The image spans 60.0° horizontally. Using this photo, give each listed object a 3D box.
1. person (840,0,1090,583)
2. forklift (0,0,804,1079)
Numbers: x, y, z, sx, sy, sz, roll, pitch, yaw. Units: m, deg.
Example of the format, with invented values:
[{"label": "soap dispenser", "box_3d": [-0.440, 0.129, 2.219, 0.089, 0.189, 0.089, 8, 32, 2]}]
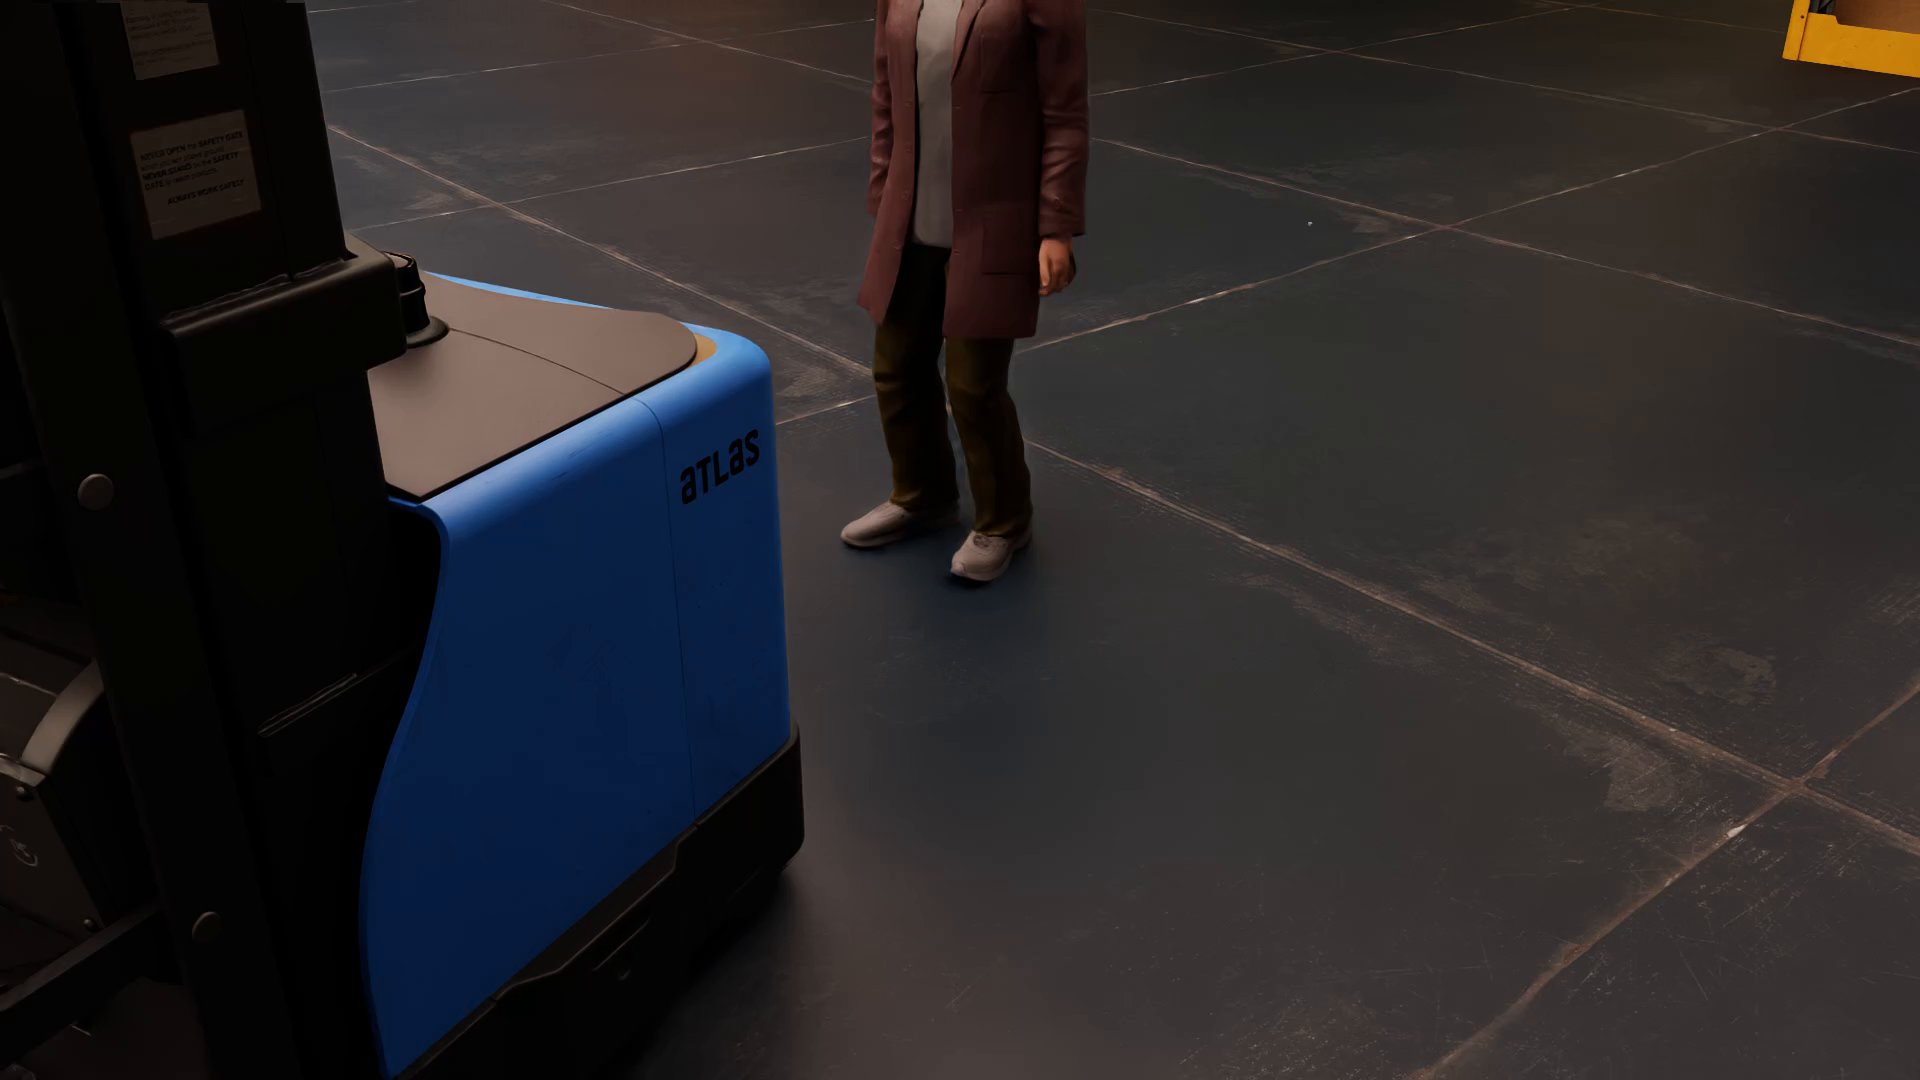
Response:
[{"label": "person", "box_3d": [0.005, -0.752, 4.058, 0.645, 1.772, 0.384, 15, 30, 28]}, {"label": "forklift", "box_3d": [-1.453, -0.220, 1.646, 1.130, 2.935, 3.031, 14, 30, 26]}]
